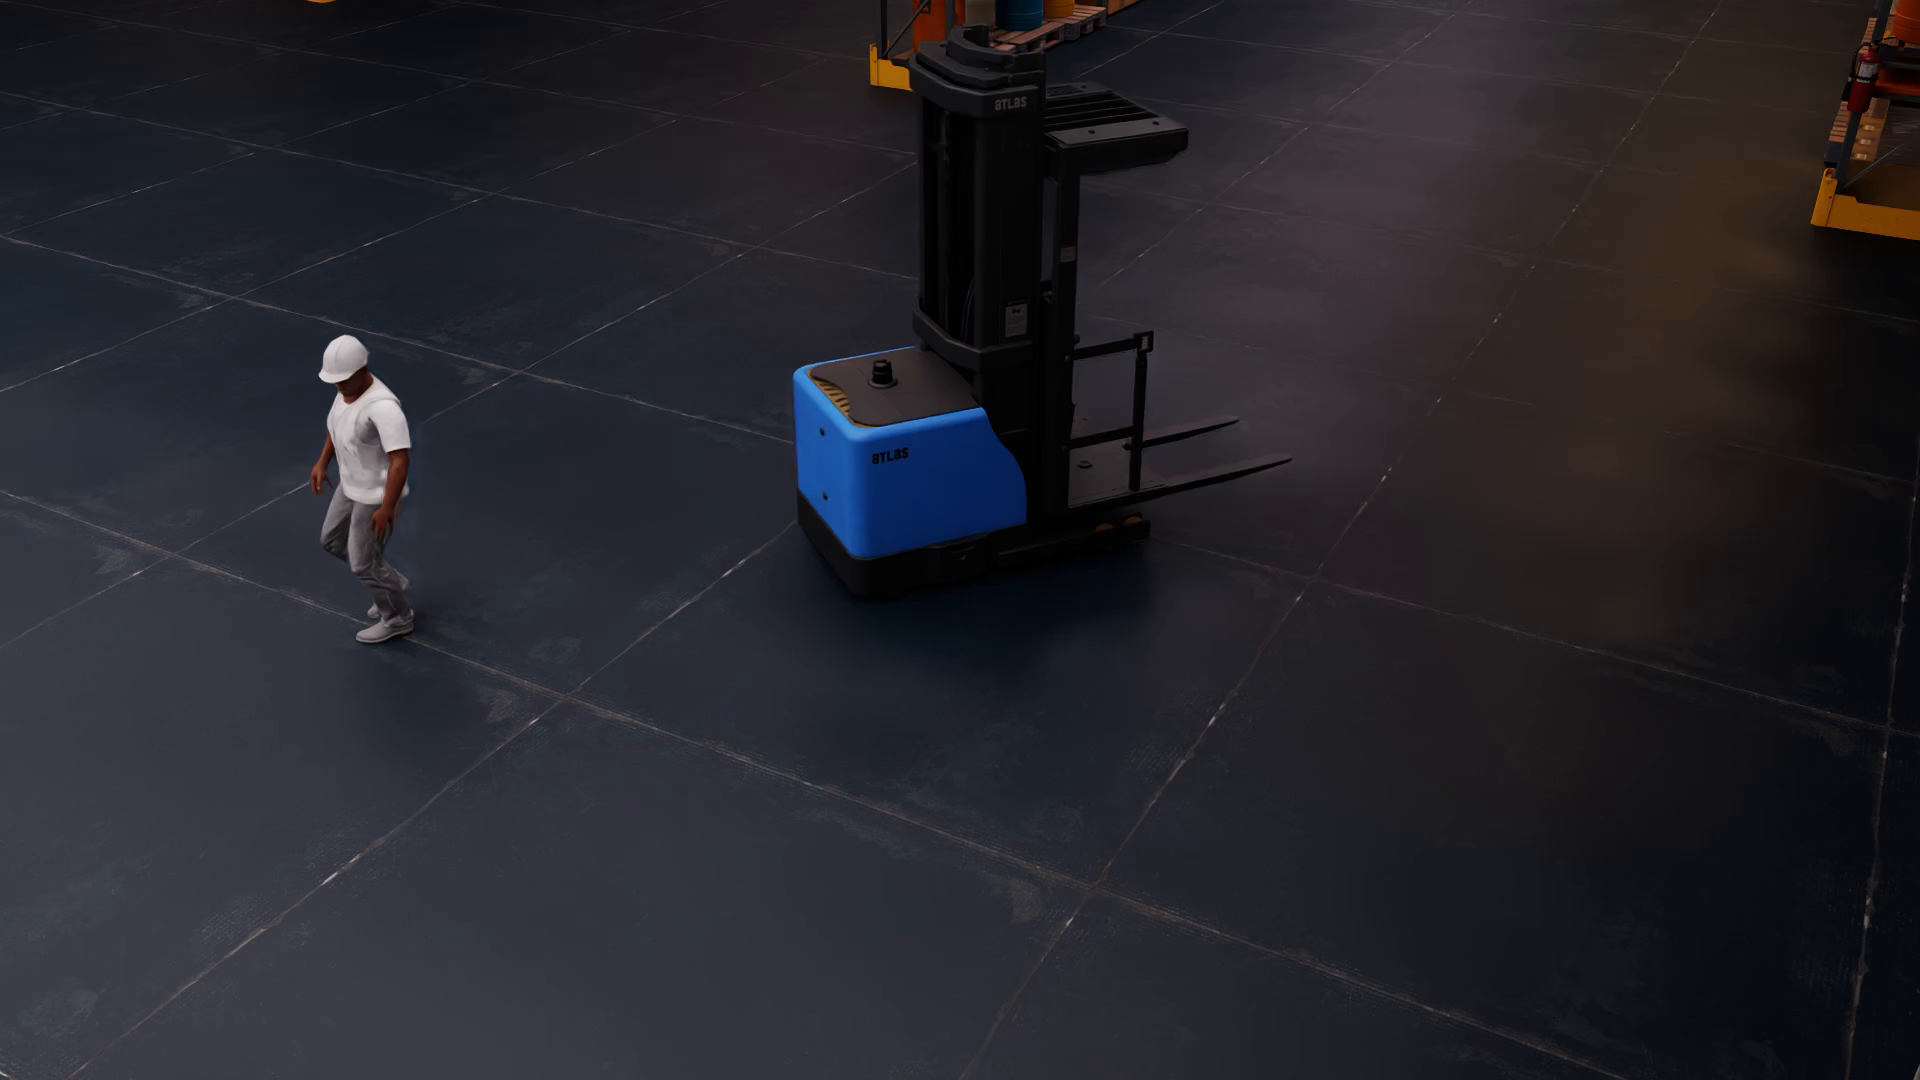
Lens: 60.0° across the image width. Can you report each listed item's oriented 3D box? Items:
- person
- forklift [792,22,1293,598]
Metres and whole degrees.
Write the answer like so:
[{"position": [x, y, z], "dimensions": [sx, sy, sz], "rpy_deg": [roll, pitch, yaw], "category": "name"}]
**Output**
[{"position": [-3.102, -0.235, 8.686], "dimensions": [0.494, 1.748, 0.838], "rpy_deg": [-16, 34, -26], "category": "person"}, {"position": [0.579, -1.427, 9.544], "dimensions": [3.031, 2.935, 1.130], "rpy_deg": [-13, 32, -21], "category": "forklift"}]
